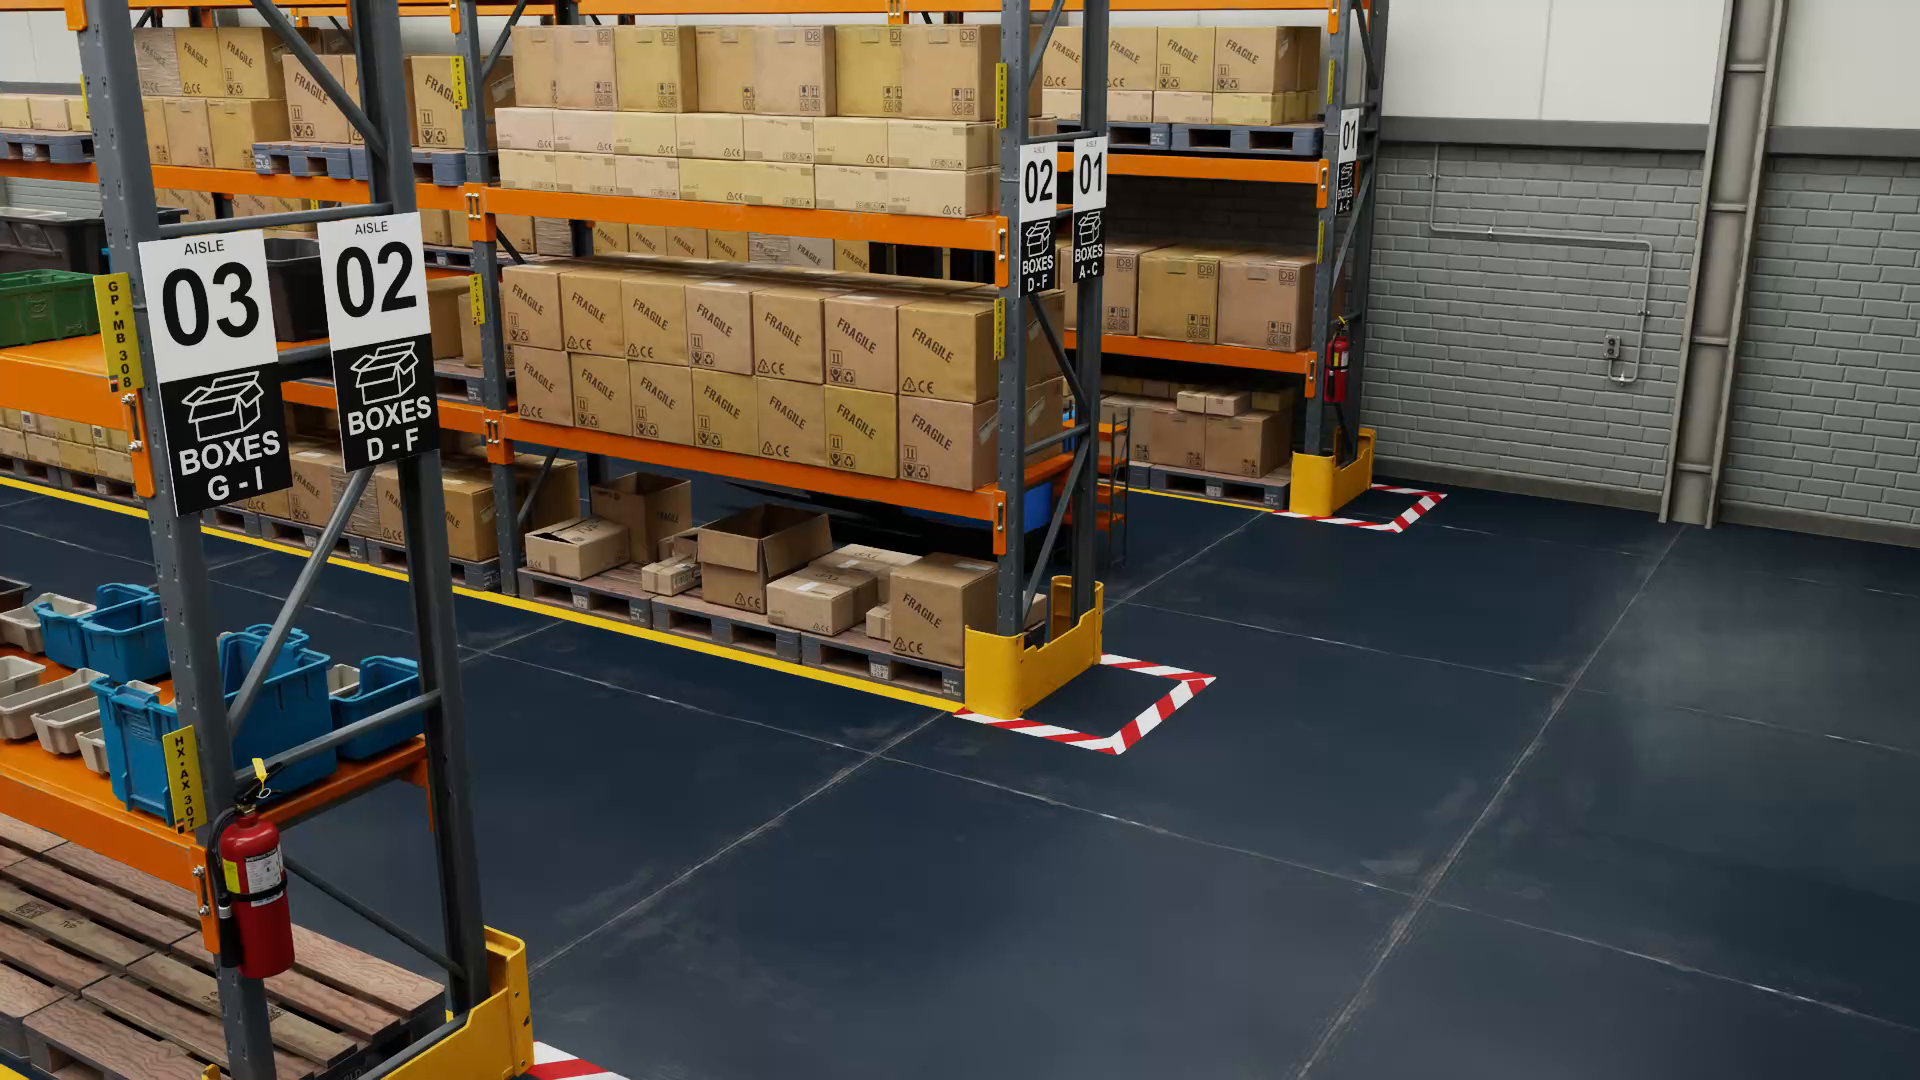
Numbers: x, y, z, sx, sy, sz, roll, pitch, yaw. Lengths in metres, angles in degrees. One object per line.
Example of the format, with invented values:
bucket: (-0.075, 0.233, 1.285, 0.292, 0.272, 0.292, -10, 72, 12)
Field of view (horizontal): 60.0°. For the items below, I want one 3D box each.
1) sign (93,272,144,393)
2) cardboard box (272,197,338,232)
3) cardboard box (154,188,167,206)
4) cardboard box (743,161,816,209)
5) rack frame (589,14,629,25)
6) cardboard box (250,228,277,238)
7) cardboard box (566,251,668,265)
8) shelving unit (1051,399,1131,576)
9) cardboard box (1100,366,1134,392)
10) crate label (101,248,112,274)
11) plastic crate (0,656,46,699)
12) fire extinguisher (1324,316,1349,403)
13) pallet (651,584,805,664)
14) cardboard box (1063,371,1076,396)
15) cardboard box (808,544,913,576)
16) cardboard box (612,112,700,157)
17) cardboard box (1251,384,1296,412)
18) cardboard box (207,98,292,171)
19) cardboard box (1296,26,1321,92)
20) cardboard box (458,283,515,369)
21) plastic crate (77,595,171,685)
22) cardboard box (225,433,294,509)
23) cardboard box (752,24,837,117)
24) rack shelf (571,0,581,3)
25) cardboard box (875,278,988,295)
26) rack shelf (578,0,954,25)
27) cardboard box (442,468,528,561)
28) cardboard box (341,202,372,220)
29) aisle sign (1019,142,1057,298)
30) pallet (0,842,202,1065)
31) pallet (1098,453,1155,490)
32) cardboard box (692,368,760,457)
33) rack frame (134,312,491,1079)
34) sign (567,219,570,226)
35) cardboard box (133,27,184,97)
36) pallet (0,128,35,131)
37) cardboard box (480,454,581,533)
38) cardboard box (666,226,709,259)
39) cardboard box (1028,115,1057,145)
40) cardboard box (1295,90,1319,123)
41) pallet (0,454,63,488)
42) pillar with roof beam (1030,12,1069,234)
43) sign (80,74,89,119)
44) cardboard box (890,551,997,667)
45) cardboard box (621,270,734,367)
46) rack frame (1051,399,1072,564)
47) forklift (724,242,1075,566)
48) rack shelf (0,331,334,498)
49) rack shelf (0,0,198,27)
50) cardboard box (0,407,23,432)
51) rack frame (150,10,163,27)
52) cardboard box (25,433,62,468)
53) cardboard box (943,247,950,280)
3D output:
sign: (-2.349, -0.579, 4.645, 0.005, 0.325, 0.100, 10, 20, 30)
cardboard box: (-7.680, -3.903, 19.503, 0.500, 0.500, 0.500, 10, 20, 30)
cardboard box: (-9.859, -4.292, 20.782, 0.500, 0.500, 0.500, 10, 20, 30)
cardboard box: (-0.909, -2.086, 9.686, 0.500, 0.250, 0.500, 10, 20, 30)
rack frame: (-3.707, -5.873, 16.734, 0.127, 3.000, 1.000, 10, 20, 30)
cardboard box: (-8.098, -3.624, 19.874, 0.500, 0.250, 0.500, 10, 20, 30)
cardboard box: (-2.322, -1.680, 11.360, 0.500, 0.500, 0.500, 10, 20, 30)
shelving unit: (0.945, -0.383, 12.079, 0.503, 1.200, 0.258, 11, 20, 33)
cardboard box: (1.375, -1.445, 14.938, 0.250, 0.149, 0.380, 10, 19, 29)
crate label: (-2.692, -0.917, 5.833, 0.502, 0.251, 0.408, 10, 20, 30)
plastic crate: (-3.616, 0.561, 6.222, 0.250, 0.136, 0.298, 10, 20, 30)
fire extinguisher: (2.997, -1.433, 13.214, 0.183, 0.674, 0.296, 10, 20, 30)
pallet: (-1.260, 0.457, 11.013, 1.213, 0.211, 1.003, 10, 20, 30)
cardboard box: (0.926, -1.394, 14.771, 0.250, 0.149, 0.380, 9, 19, 28)
cardboard box: (-0.647, 0.242, 10.899, 0.500, 0.250, 0.500, 10, 20, 30)
cardboard box: (-1.757, -2.480, 10.120, 0.500, 0.250, 0.500, 10, 20, 30)
cardboard box: (2.672, -1.213, 14.177, 0.250, 0.149, 0.380, 10, 20, 30)
cardboard box: (-5.030, -3.044, 12.408, 0.500, 0.500, 0.910, 10, 20, 30)
cardboard box: (2.614, -3.928, 13.564, 0.500, 0.500, 0.500, 9, 19, 28)
cardboard box: (-3.175, -1.543, 11.906, 0.500, 0.500, 0.700, 4, 17, 12)
plastic crate: (-3.235, 0.400, 6.589, 0.300, 0.233, 0.416, 10, 20, 30)
cardboard box: (-5.609, -0.572, 13.146, 0.500, 0.500, 0.500, 9, 19, 28)
cardboard box: (-0.790, -2.741, 9.690, 0.500, 0.500, 0.700, 10, 20, 30)
rack shelf: (-1.184, -3.387, 9.794, 4.000, 0.370, 1.077, 10, 20, 30)
cardboard box: (-0.169, -1.295, 10.092, 0.500, 0.500, 0.500, 10, 20, 31)
rack shelf: (-2.003, -5.034, 15.895, 4.000, 0.370, 1.077, 10, 20, 30)
cardboard box: (-3.459, -0.186, 11.875, 0.500, 0.500, 0.500, 10, 20, 30)
cardboard box: (-6.700, -3.784, 19.248, 0.500, 0.500, 0.700, 10, 20, 30)
aisle sign: (0.418, -1.716, 8.897, 0.004, 0.787, 0.394, 10, 20, 30)
pallet: (-3.793, 1.681, 6.984, 1.213, 0.211, 1.003, 10, 20, 30)
pallet: (1.352, -0.740, 14.954, 1.213, 0.211, 1.003, 10, 20, 30)
cardboard box: (-1.299, -0.839, 10.311, 0.500, 0.500, 0.500, 10, 19, 29)
rack frame: (-2.075, 0.668, 5.522, 0.127, 3.000, 1.000, 10, 20, 30)
sign: (-3.983, -3.383, 17.002, 0.005, 0.325, 0.100, 10, 20, 30)
cardboard box: (-5.928, -3.669, 12.746, 0.500, 0.500, 0.500, 10, 20, 30)
pallet: (-7.876, -3.371, 13.981, 1.213, 0.211, 1.003, 11, 20, 33)
cardboard box: (-3.173, -0.315, 12.302, 0.500, 0.500, 0.500, 9, 19, 28)
cardboard box: (-2.564, -2.908, 16.574, 0.500, 0.500, 0.500, 10, 20, 30)
cardboard box: (0.219, -2.304, 9.542, 0.500, 0.250, 0.500, 10, 20, 30)
cardboard box: (2.616, -3.570, 13.676, 0.500, 0.250, 0.500, 11, 20, 33)
pallet: (-8.013, -0.762, 15.026, 1.213, 0.211, 1.003, 10, 20, 30)
pillar with roof beam: (-1.503, -4.306, 11.576, 0.400, 9.000, 9.100, 10, 20, 30)
sign: (-6.594, -3.360, 12.594, 0.005, 0.325, 0.100, 10, 20, 30)
cardboard box: (-0.072, 0.405, 9.930, 0.500, 0.500, 0.500, 10, 20, 30)
cardboard box: (-1.756, -1.395, 10.421, 0.500, 0.500, 0.500, 9, 19, 28)
rack frame: (0.745, -0.424, 12.212, 0.015, 1.200, 0.240, 11, 20, 33)
forklift: (-0.518, -1.507, 12.798, 3.031, 2.935, 1.130, 11, 20, 33)
rack shelf: (-3.779, -0.728, 6.192, 4.000, 0.370, 1.077, 10, 20, 30)
rack shelf: (-8.001, -4.415, 13.857, 4.000, 0.370, 1.077, 10, 20, 30)
cardboard box: (-8.173, -1.179, 14.646, 0.500, 0.311, 0.500, 11, 20, 32)
rack frame: (-10.524, -7.090, 20.740, 0.127, 3.000, 1.000, 10, 20, 30)
cardboard box: (-7.741, -0.835, 14.478, 0.500, 0.250, 0.500, 11, 20, 31)
cardboard box: (0.155, -2.451, 15.274, 0.700, 0.700, 0.980, 10, 20, 31)
